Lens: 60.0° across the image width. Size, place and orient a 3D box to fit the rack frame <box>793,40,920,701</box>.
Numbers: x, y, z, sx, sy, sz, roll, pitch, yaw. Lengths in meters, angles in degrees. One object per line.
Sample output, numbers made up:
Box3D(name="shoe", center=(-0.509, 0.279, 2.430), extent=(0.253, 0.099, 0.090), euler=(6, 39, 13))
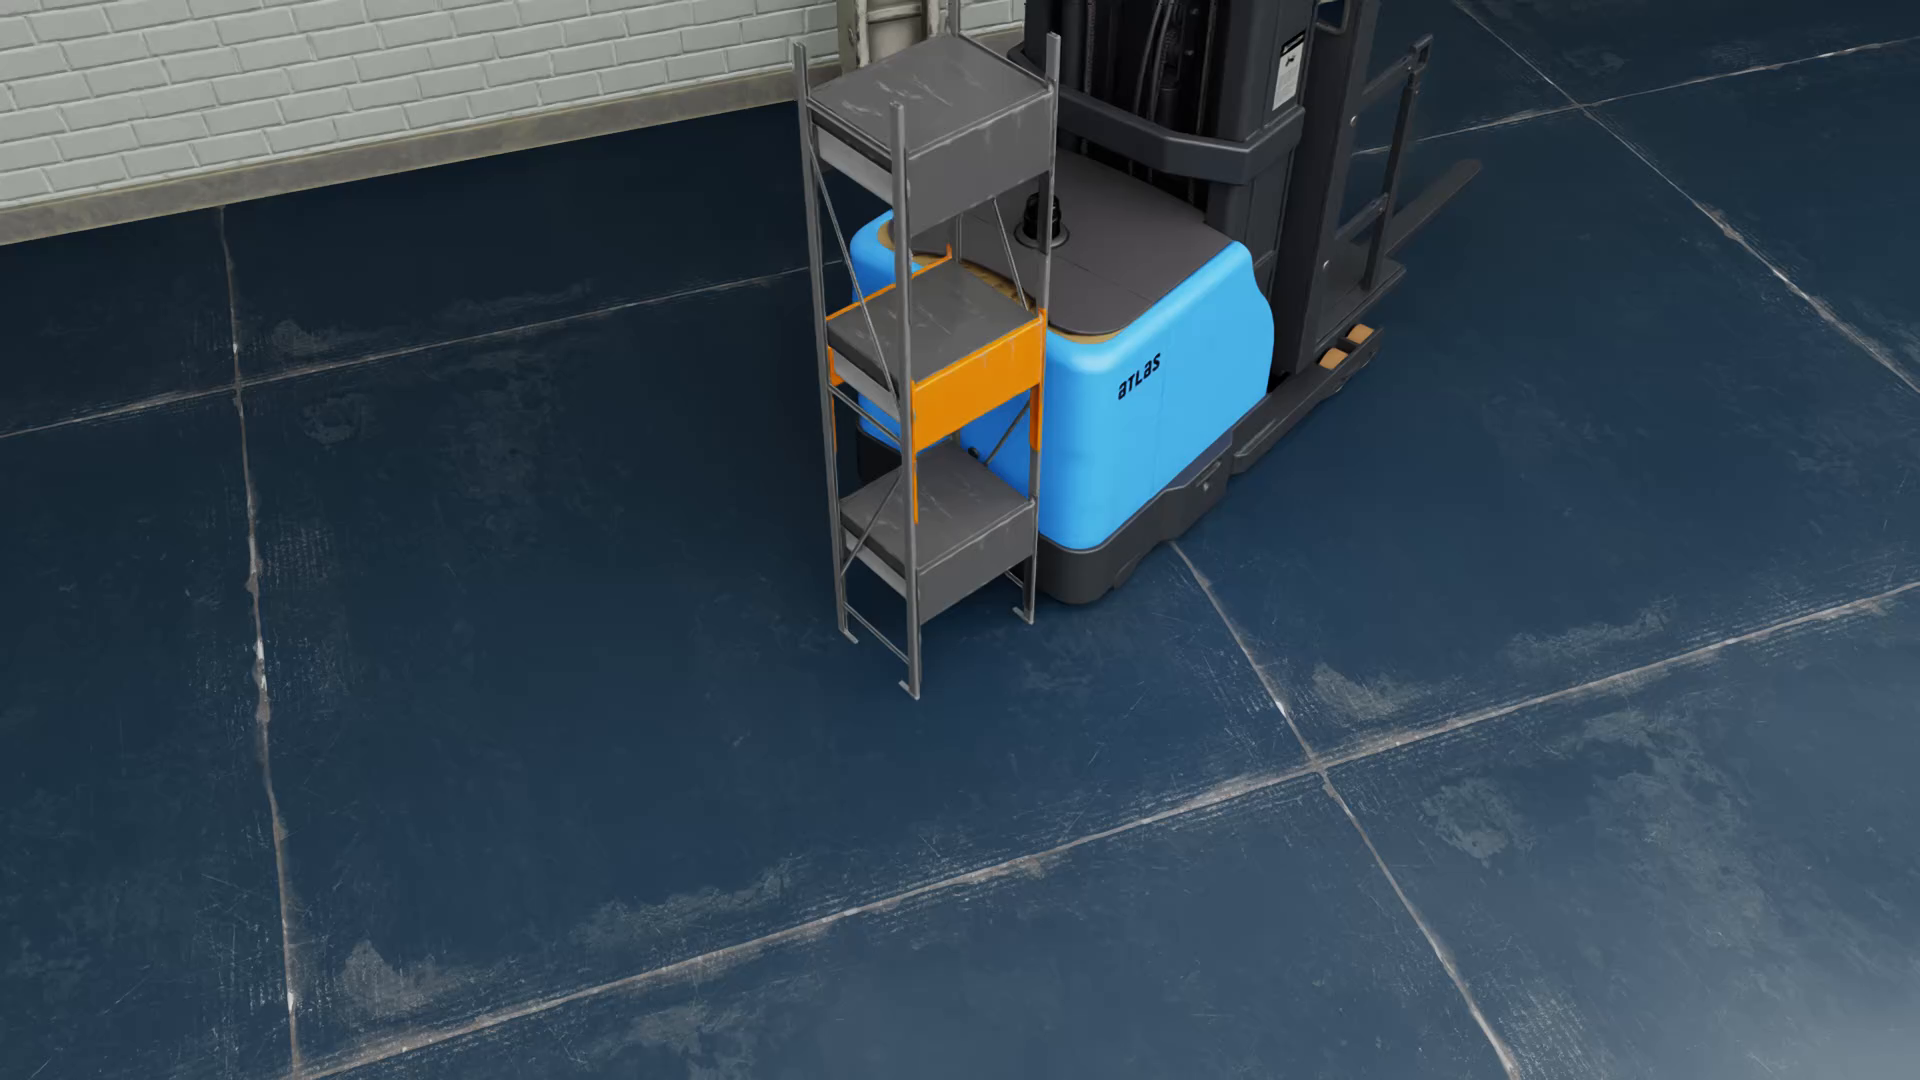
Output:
Box3D(name="rack frame", center=(-0.263, -0.344, 4.610), extent=(0.015, 2.100, 0.400), euler=(-32, 53, -28))

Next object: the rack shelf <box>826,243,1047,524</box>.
Box3D(name="rack shelf", center=(-0.079, -0.447, 4.733), extent=(0.480, 0.518, 0.431), euler=(-32, 53, -28))

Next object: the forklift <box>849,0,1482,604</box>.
Box3D(name="forklift", center=(0.972, -1.801, 5.476), extent=(1.130, 2.935, 3.031), euler=(31, 53, 27))

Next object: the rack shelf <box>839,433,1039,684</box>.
Box3D(name="rack shelf", center=(-0.079, 0.047, 5.229), extent=(0.480, 0.518, 0.431), euler=(-32, 53, -28))

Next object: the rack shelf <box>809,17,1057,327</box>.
Box3D(name="rack shelf", center=(-0.079, -0.942, 4.237), extent=(0.480, 0.518, 0.431), euler=(-32, 53, -28))

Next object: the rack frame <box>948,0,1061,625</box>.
Box3D(name="rack frame", center=(0.106, -0.570, 4.836), extent=(0.015, 2.100, 0.400), euler=(-32, 53, -28))

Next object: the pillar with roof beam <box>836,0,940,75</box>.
Box3D(name="pillar with roof beam", center=(1.134, -2.403, 1.791), extent=(0.400, 9.000, 9.100), euler=(-14, 47, -14))

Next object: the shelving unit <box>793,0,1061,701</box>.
Box3D(name="shelving unit", center=(-0.079, -0.457, 4.723), extent=(0.503, 2.100, 0.431), euler=(-32, 53, -28))
